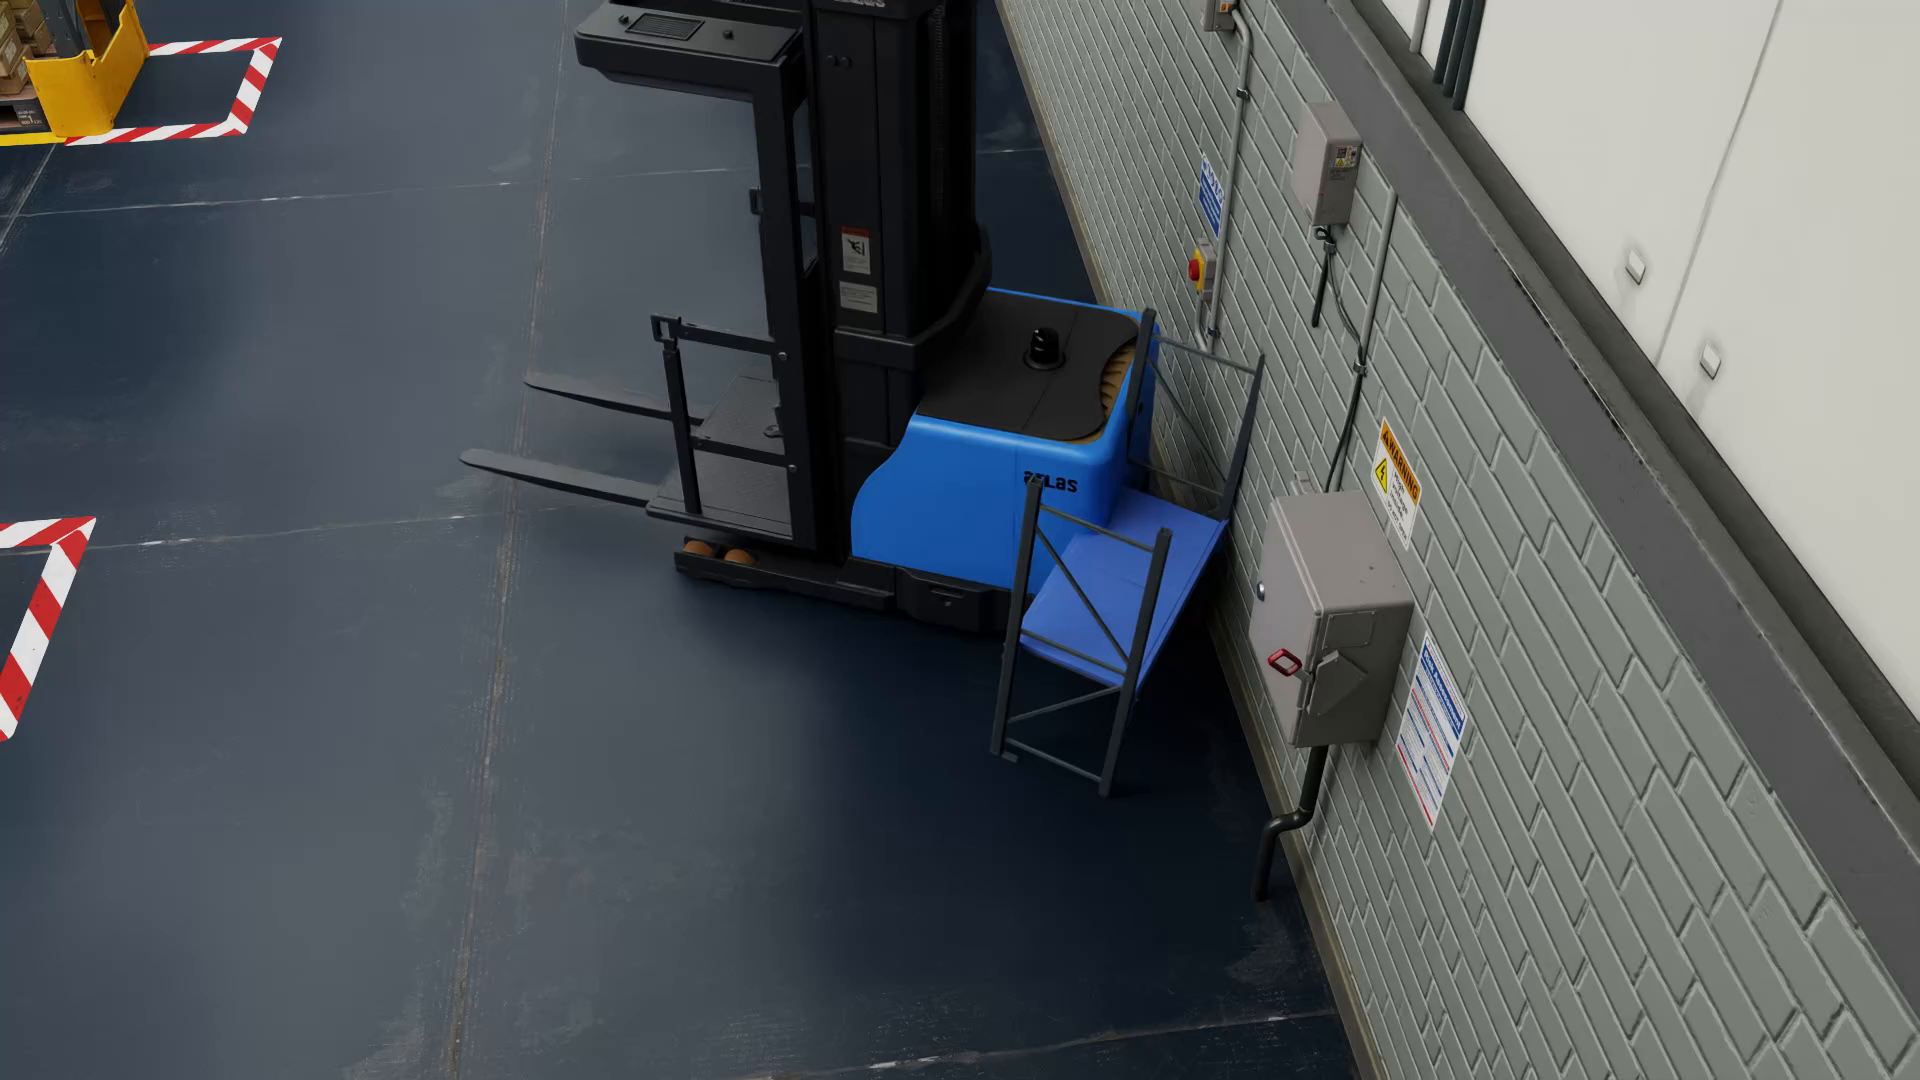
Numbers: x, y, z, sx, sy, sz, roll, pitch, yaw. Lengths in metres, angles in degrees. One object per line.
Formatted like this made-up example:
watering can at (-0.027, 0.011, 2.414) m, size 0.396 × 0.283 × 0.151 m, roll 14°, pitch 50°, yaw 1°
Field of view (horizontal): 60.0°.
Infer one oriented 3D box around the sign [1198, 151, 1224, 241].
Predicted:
sign at (0.982, -1.349, 6.516) m, size 0.001 × 0.218 × 0.327 m, roll -5°, pitch 42°, yaw -6°

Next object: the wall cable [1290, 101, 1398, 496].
wall cable at (1.123, -0.648, 5.181) m, size 0.122 × 1.984 × 0.588 m, roll -5°, pitch 42°, yaw -6°

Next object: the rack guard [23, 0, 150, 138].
rack guard at (-5.478, -3.050, 10.470) m, size 0.348 × 0.500 × 1.175 m, roll -5°, pitch 42°, yaw -6°

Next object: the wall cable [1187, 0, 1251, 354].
wall cable at (0.928, -1.601, 6.214) m, size 0.123 × 1.953 × 0.585 m, roll -5°, pitch 42°, yaw -6°

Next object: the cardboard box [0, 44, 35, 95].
cardboard box at (-5.897, -2.898, 10.250) m, size 0.250 × 0.149 × 0.380 m, roll -4°, pitch 42°, yaw -5°

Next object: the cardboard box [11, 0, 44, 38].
cardboard box at (-5.955, -3.318, 10.493) m, size 0.250 × 0.149 × 0.380 m, roll -3°, pitch 42°, yaw -4°

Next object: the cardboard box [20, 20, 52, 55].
cardboard box at (-5.964, -3.250, 10.639) m, size 0.250 × 0.149 × 0.380 m, roll -4°, pitch 42°, yaw -5°

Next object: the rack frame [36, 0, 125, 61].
rack frame at (-5.402, -3.985, 9.640) m, size 0.127 × 3.000 × 1.000 m, roll -5°, pitch 42°, yaw -6°

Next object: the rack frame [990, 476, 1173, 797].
rack frame at (0.400, 0.402, 5.926) m, size 0.500 × 1.500 × 0.032 m, roll 22°, pitch 49°, yaw 15°

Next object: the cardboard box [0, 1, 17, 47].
cardboard box at (-5.895, -3.089, 10.017) m, size 0.250 × 0.149 × 0.380 m, roll -5°, pitch 42°, yaw -5°

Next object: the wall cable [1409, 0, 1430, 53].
wall cable at (1.038, -3.116, 4.196) m, size 0.029 × 3.000 × 2.355 m, roll -5°, pitch 42°, yaw -6°

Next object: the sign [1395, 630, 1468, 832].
sign at (1.325, 0.541, 4.692) m, size 0.001 × 0.494 × 0.329 m, roll -5°, pitch 42°, yaw -6°

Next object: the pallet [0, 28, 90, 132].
pallet at (-6.288, -2.896, 10.514) m, size 1.213 × 0.211 × 1.003 m, roll -5°, pitch 42°, yaw -6°

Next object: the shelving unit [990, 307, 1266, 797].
shelving unit at (0.623, 0.080, 6.250) m, size 0.538 × 1.500 × 1.048 m, roll 22°, pitch 49°, yaw 15°

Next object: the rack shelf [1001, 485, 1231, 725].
rack shelf at (0.611, 0.203, 6.381) m, size 0.538 × 0.185 × 1.000 m, roll 22°, pitch 49°, yaw 15°

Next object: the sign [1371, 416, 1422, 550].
sign at (1.253, -0.165, 4.788) m, size 0.001 × 0.242 × 0.339 m, roll -5°, pitch 42°, yaw -6°

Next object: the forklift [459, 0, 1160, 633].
forklift at (-0.731, -1.208, 6.612) m, size 3.031 × 2.935 × 1.130 m, roll 12°, pitch 43°, yaw 13°

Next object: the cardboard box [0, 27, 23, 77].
cardboard box at (-5.889, -2.958, 10.093) m, size 0.250 × 0.149 × 0.380 m, roll -6°, pitch 42°, yaw -7°

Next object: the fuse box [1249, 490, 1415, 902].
fuse box at (1.055, 0.674, 5.436) m, size 0.414 × 1.711 × 0.539 m, roll -5°, pitch 42°, yaw -6°

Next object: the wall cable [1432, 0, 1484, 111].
wall cable at (1.362, -1.276, 2.129) m, size 0.133 × 3.039 × 2.988 m, roll -5°, pitch 42°, yaw -6°

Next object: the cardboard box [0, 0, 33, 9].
cardboard box at (-5.966, -3.484, 10.454) m, size 0.250 × 0.149 × 0.380 m, roll -7°, pitch 42°, yaw -7°

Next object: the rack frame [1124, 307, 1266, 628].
rack frame at (0.847, -0.242, 6.574) m, size 0.500 × 1.500 × 0.032 m, roll 22°, pitch 49°, yaw 15°
